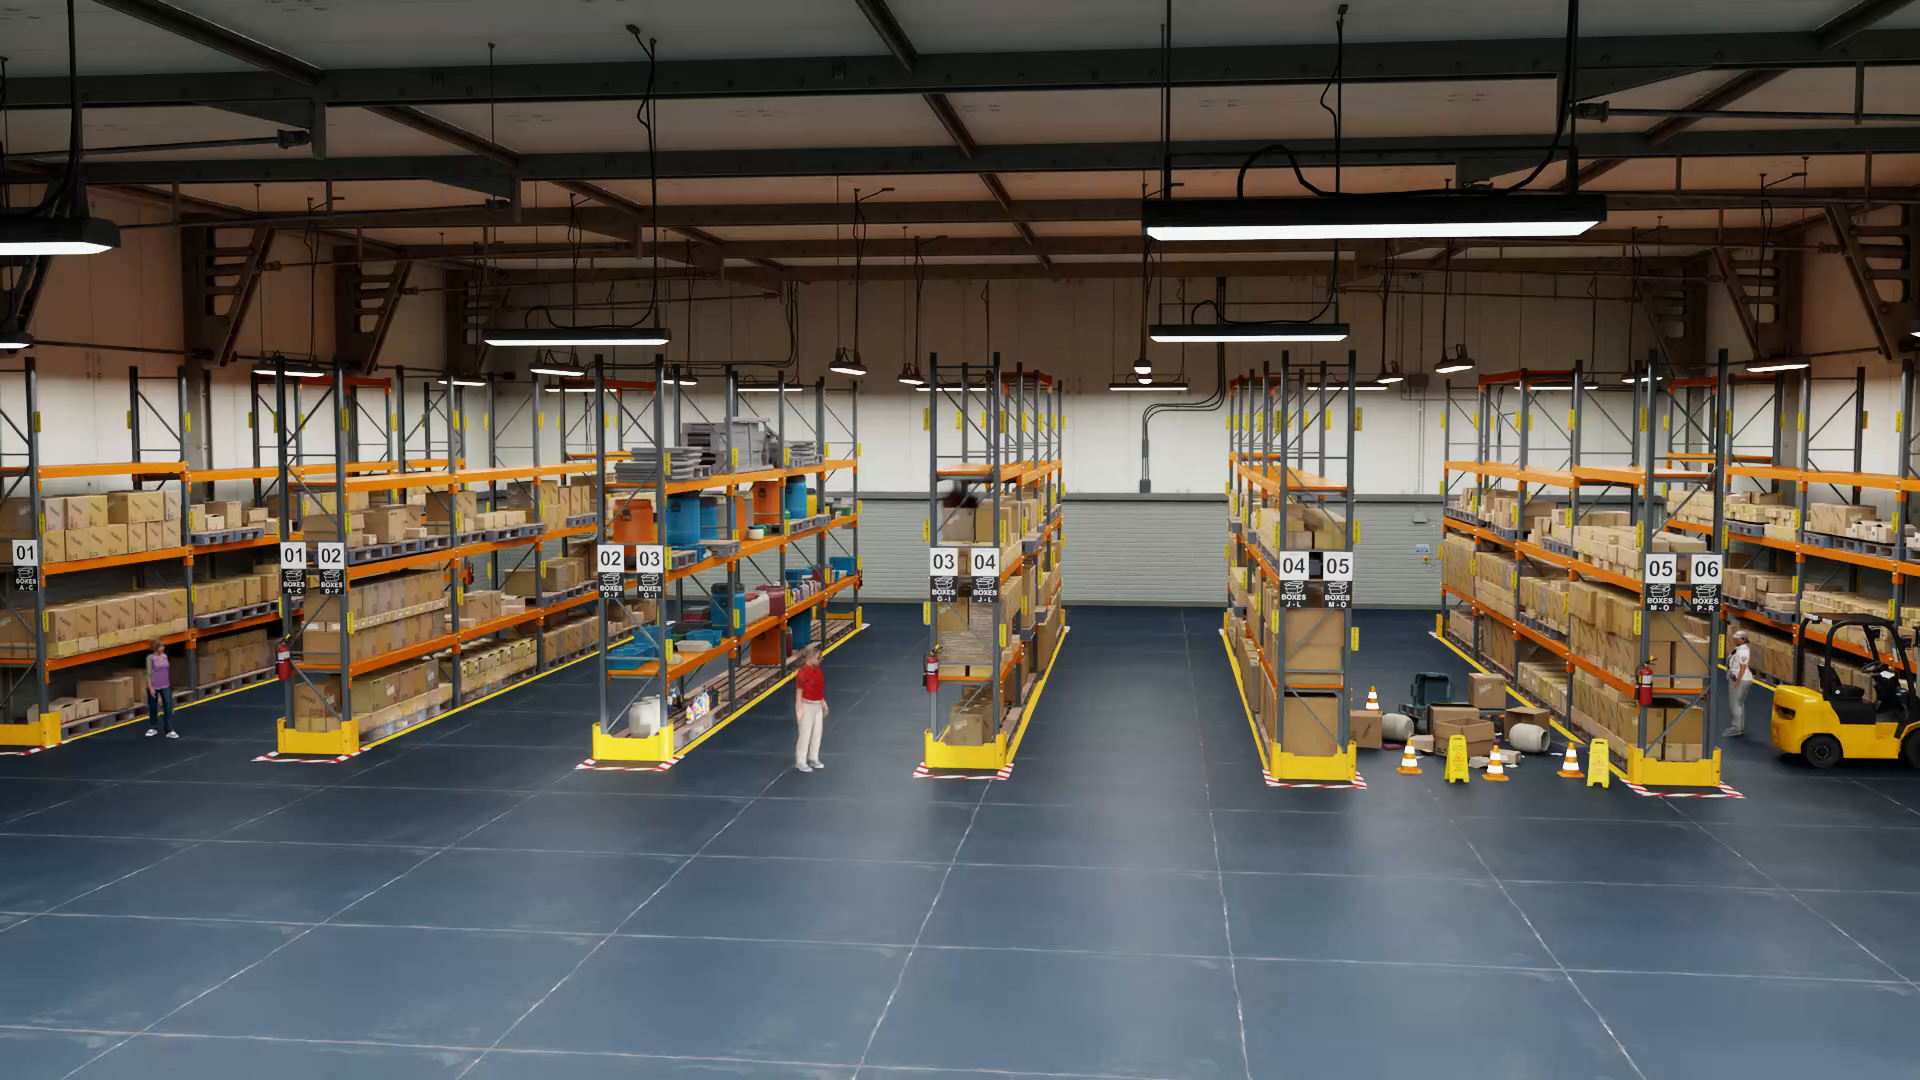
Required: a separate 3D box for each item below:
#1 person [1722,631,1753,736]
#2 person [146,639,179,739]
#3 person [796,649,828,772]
[{"bbox_3d":[12.499,2.299,26.721,0.405,1.674,0.589,3,5,38],"label":"person"},{"bbox_3d":[-12.705,2.350,26.361,0.625,1.584,0.420,4,6,44],"label":"person"},{"bbox_3d":[-2.156,2.447,24.025,0.394,1.749,0.574,2,5,29],"label":"person"}]
